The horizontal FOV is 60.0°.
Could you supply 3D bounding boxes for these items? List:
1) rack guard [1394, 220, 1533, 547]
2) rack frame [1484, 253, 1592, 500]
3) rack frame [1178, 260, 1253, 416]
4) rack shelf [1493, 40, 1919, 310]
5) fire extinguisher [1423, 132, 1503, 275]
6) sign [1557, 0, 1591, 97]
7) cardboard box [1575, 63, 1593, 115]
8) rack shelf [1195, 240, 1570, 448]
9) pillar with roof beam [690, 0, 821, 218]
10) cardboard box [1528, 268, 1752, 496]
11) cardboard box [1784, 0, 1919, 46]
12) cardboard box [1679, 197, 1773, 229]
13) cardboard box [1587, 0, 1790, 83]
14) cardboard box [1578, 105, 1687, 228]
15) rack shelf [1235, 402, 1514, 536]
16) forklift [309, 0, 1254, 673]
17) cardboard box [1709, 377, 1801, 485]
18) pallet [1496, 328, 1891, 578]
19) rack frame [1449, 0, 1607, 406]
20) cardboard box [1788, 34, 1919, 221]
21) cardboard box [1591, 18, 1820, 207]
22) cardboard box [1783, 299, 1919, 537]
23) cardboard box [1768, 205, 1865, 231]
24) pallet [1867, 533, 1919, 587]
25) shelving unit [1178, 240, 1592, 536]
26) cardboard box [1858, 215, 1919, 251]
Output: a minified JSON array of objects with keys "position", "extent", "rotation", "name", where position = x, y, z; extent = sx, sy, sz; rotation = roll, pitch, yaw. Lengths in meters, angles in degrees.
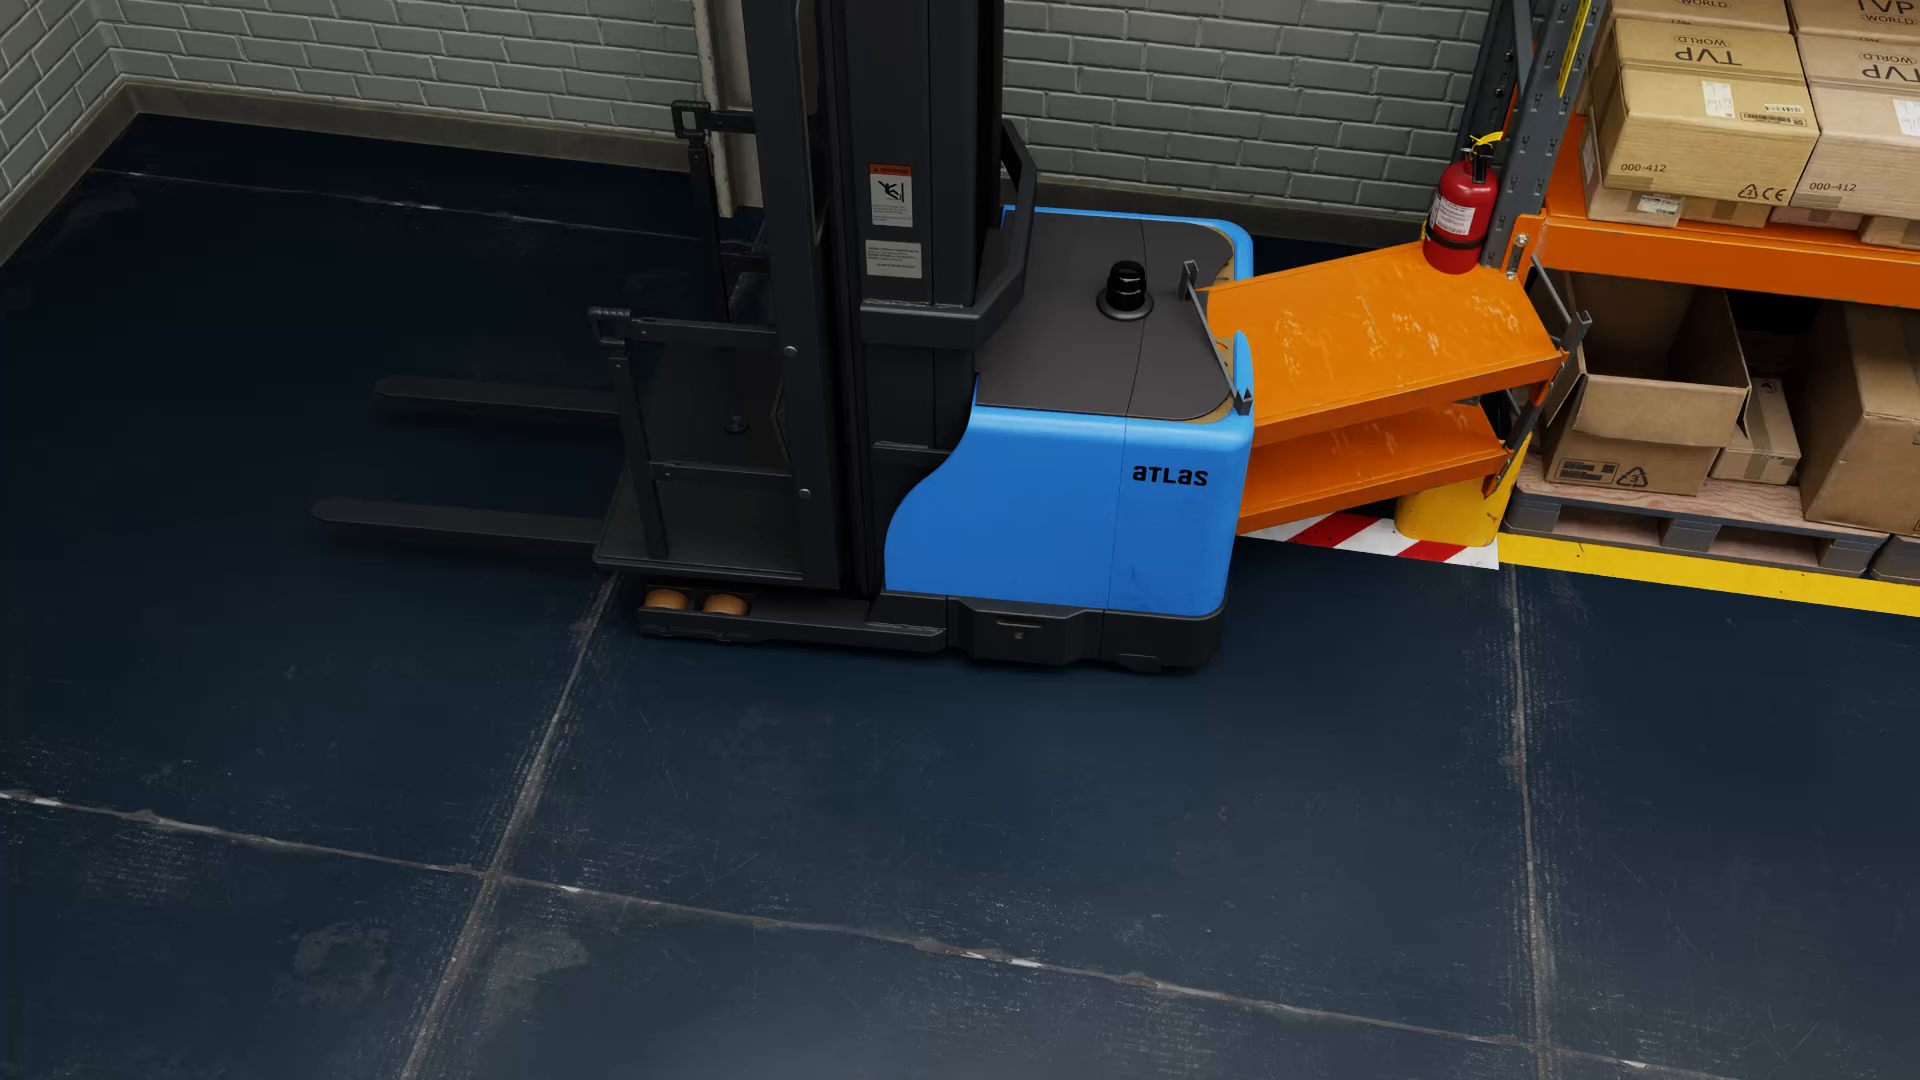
[{"position":[1.778,-0.584,5.939],"extent":[0.348,0.500,1.175],"rotation":[8,49,7],"name":"rack guard"},{"position":[1.702,-0.552,5.302],"extent":[0.032,1.125,0.500],"rotation":[-13,62,-8],"name":"rack frame"},{"position":[0.721,-0.322,5.167],"extent":[0.032,1.125,0.500],"rotation":[-13,62,-8],"name":"rack frame"},{"position":[3.672,-0.925,5.048],"extent":[4.000,0.370,1.077],"rotation":[8,49,7],"name":"rack shelf"},{"position":[1.477,-0.961,4.899],"extent":[0.183,0.674,0.296],"rotation":[8,49,7],"name":"fire extinguisher"},{"position":[1.607,-1.322,4.339],"extent":[0.005,0.325,0.100],"rotation":[8,49,7],"name":"sign"},{"position":[2.077,-1.499,5.249],"extent":[0.250,0.149,0.380],"rotation":[7,48,6],"name":"cardboard box"},{"position":[1.214,-0.578,4.978],"extent":[1.000,0.278,0.538],"rotation":[-13,62,-8],"name":"rack shelf"},{"position":[-1.555,-1.300,0.869],"extent":[0.400,9.000,9.100],"rotation":[8,49,7],"name":"pillar with roof beam"},{"position":[2.289,-0.586,5.656],"extent":[0.637,0.503,0.797],"rotation":[6,48,5],"name":"cardboard box"},{"position":[2.711,-1.544,5.021],"extent":[0.500,0.250,0.500],"rotation":[8,49,7],"name":"cardboard box"},{"position":[2.237,-1.102,4.892],"extent":[0.250,0.149,0.380],"rotation":[9,49,8],"name":"cardboard box"},{"position":[2.203,-1.613,5.083],"extent":[0.500,0.250,0.500],"rotation":[9,49,8],"name":"cardboard box"},{"position":[1.978,-1.102,4.892],"extent":[0.250,0.149,0.380],"rotation":[7,48,7],"name":"cardboard box"},{"position":[1.210,-0.319,5.448],"extent":[1.000,0.278,0.538],"rotation":[-13,62,-8],"name":"rack shelf"},{"position":[-0.624,-1.033,4.708],"extent":[3.031,2.935,1.130],"rotation":[5,48,4],"name":"forklift"},{"position":[2.700,-0.383,5.711],"extent":[0.250,0.149,0.380],"rotation":[6,48,5],"name":"cardboard box"},{"position":[2.563,-0.383,5.953],"extent":[1.213,0.211,1.003],"rotation":[8,49,7],"name":"pallet"},{"position":[1.704,-1.430,5.018],"extent":[0.127,3.000,1.000],"rotation":[8,49,7],"name":"rack frame"},{"position":[2.598,-1.156,4.673],"extent":[0.500,0.250,0.500],"rotation":[8,49,7],"name":"cardboard box"},{"position":[2.102,-1.222,4.732],"extent":[0.500,0.250,0.500],"rotation":[8,49,7],"name":"cardboard box"},{"position":[3.123,-0.443,5.530],"extent":[0.500,0.500,0.700],"rotation":[9,49,8],"name":"cardboard box"},{"position":[2.502,-1.093,4.884],"extent":[0.250,0.149,0.380],"rotation":[7,48,6],"name":"cardboard box"},{"position":[3.760,-0.220,5.806],"extent":[1.213,0.211,1.003],"rotation":[8,49,7],"name":"pallet"},{"position":[1.211,-0.437,5.234],"extent":[1.048,1.125,0.538],"rotation":[-13,62,-8],"name":"shelving unit"},{"position":[2.739,-1.014,4.814],"extent":[0.250,0.149,0.380],"rotation":[9,49,8],"name":"cardboard box"}]
